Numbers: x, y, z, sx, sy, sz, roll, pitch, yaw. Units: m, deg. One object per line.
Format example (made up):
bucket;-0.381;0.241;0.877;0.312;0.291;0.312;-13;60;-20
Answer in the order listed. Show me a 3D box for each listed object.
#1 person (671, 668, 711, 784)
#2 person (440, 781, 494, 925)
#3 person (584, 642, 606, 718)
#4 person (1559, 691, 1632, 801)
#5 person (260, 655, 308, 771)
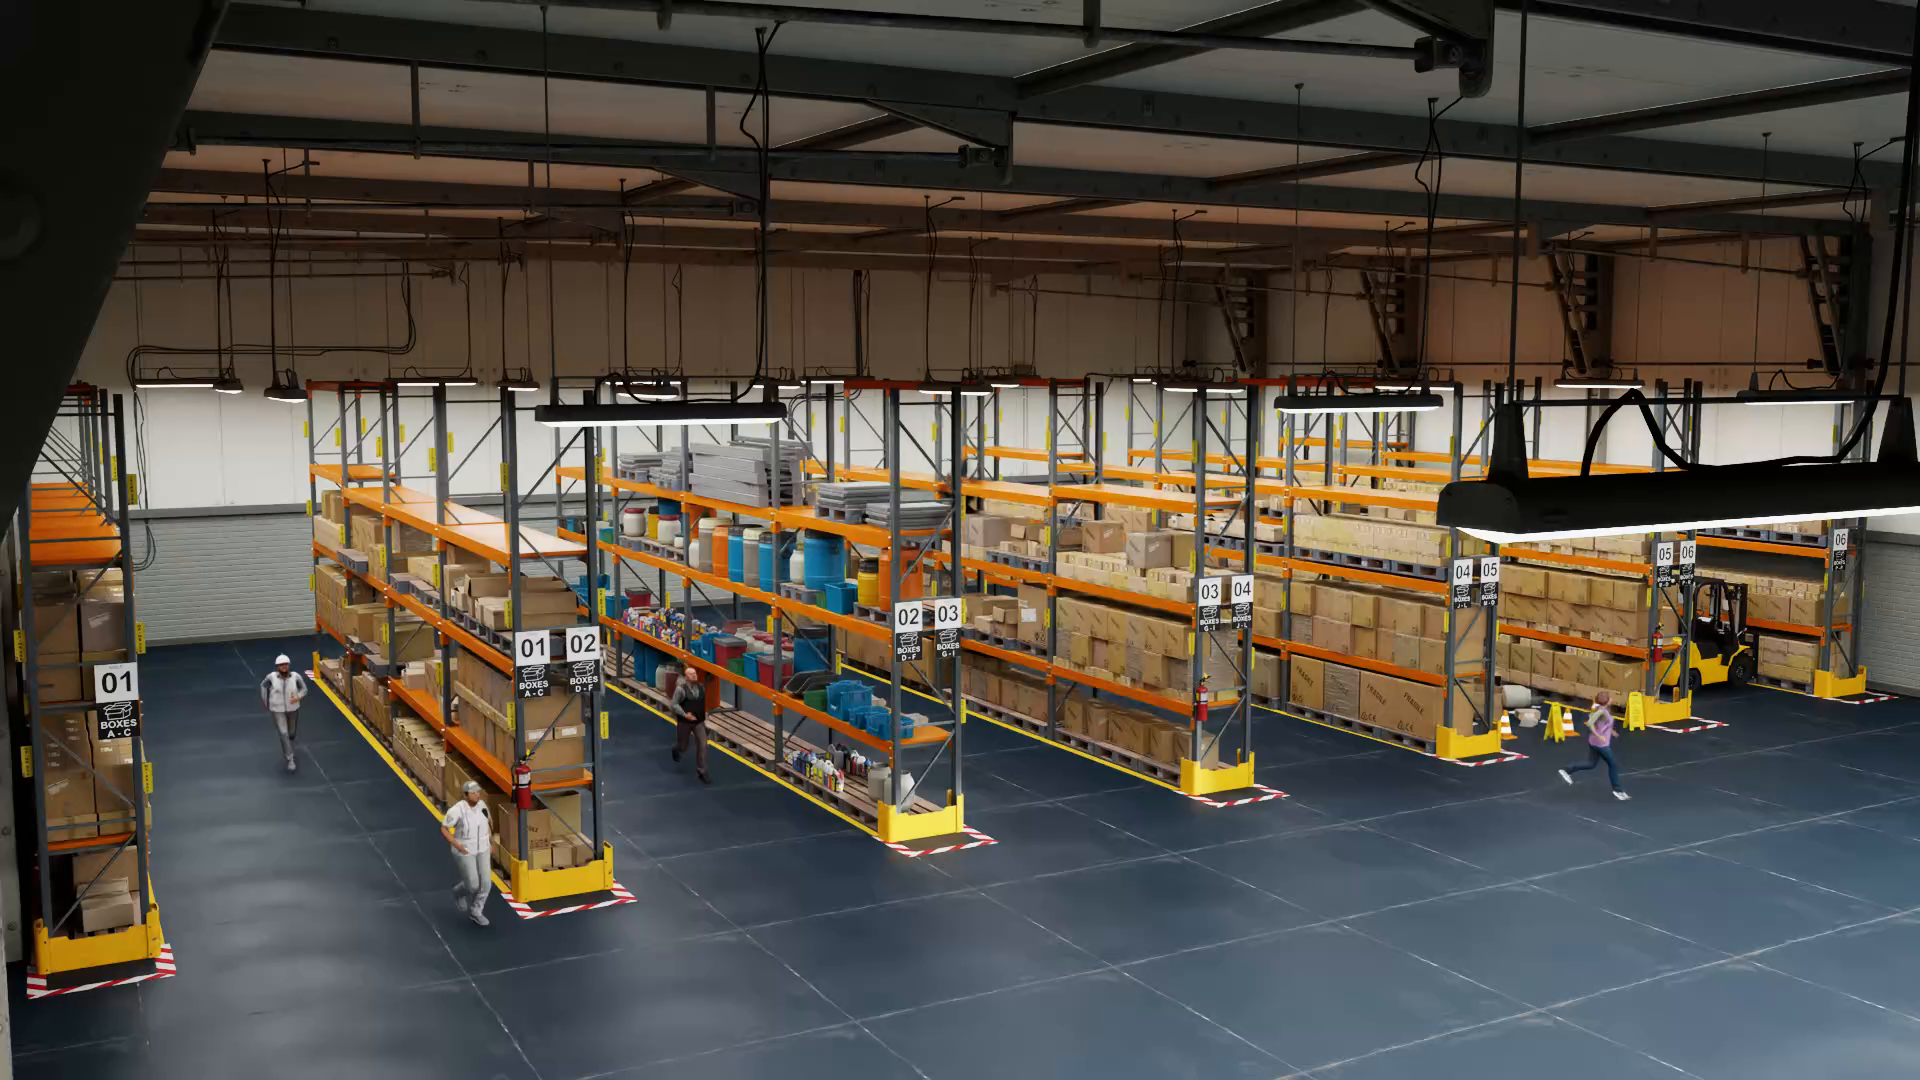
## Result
person;-4.127;2.804;25.417;0.632;1.716;1.095;-4;7;-31
person;-5.551;3.534;18.864;0.531;1.638;0.639;6;8;44
person;-6.461;2.390;29.257;0.594;1.753;0.753;-3;7;-26
person;9.274;2.985;24.226;1.019;1.601;0.508;1;6;11
person;-10.643;2.670;26.187;0.649;1.774;1.010;-3;7;-27
